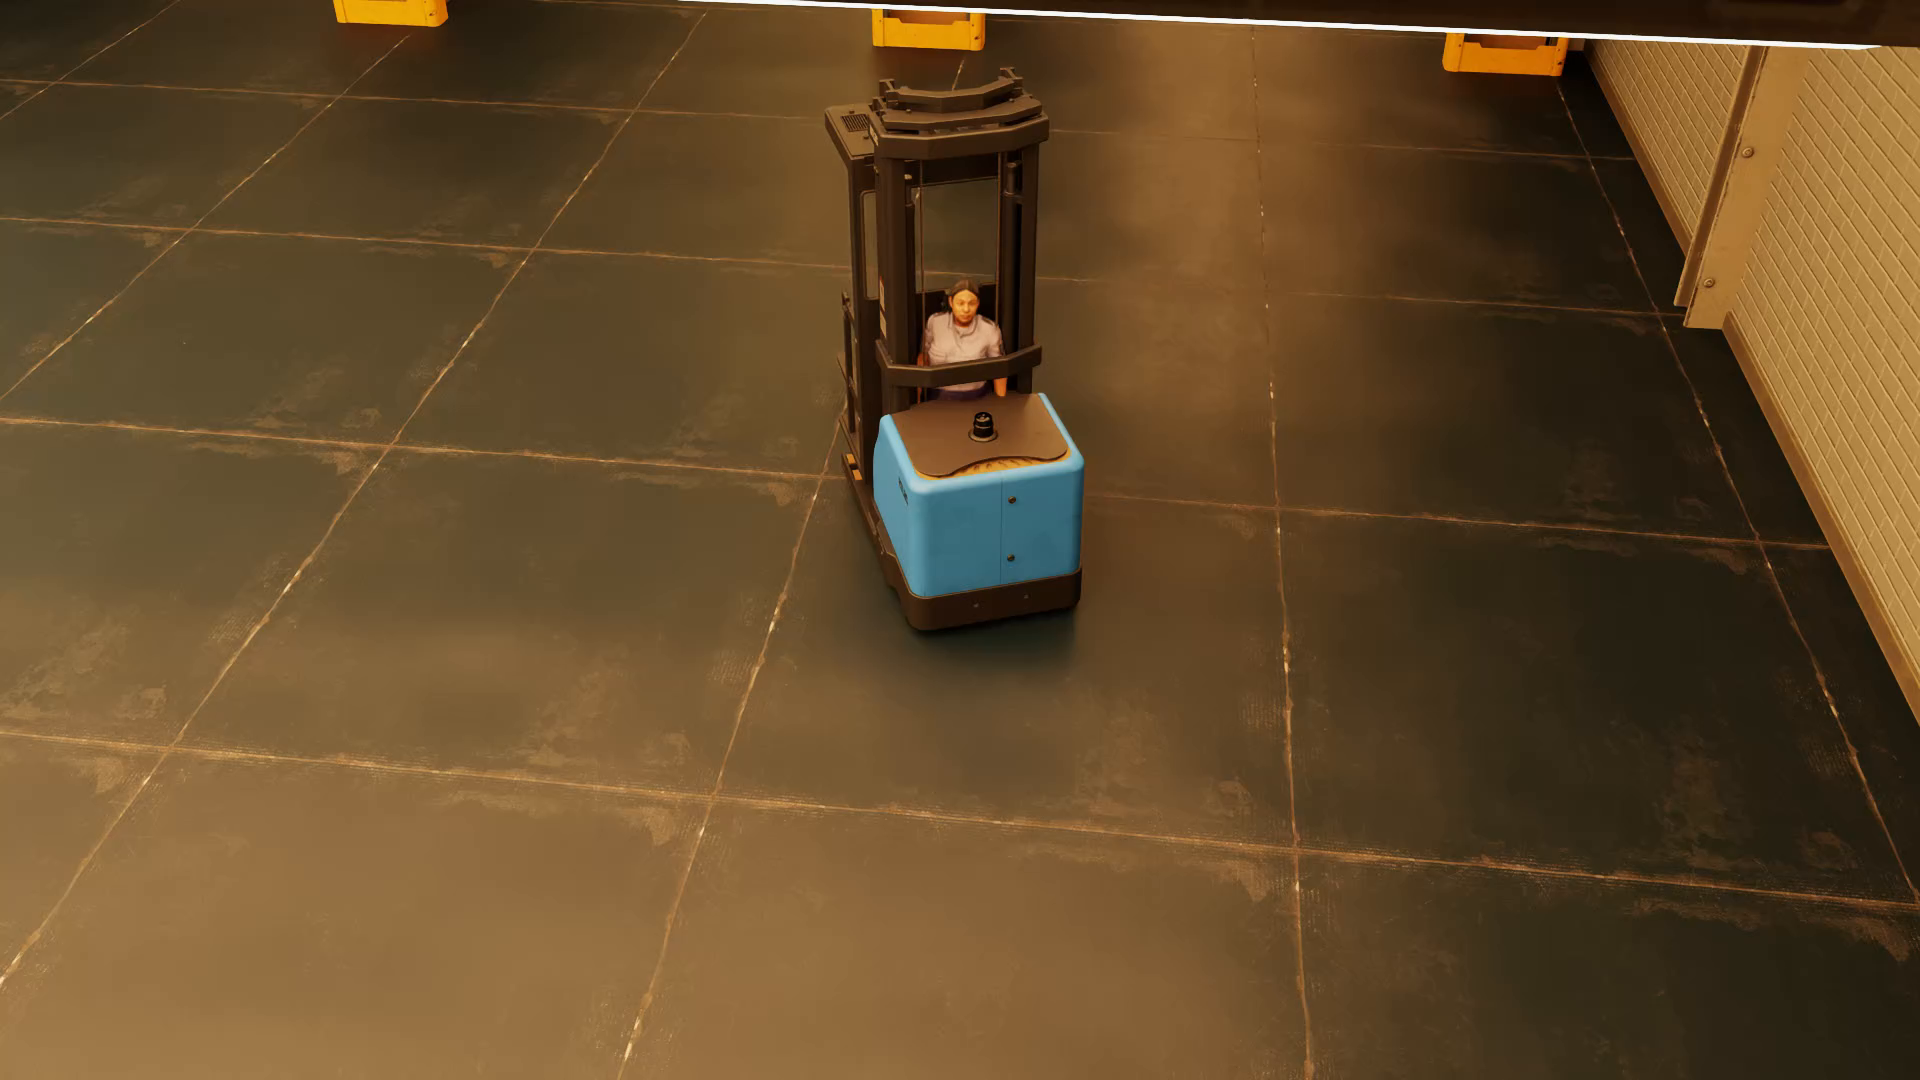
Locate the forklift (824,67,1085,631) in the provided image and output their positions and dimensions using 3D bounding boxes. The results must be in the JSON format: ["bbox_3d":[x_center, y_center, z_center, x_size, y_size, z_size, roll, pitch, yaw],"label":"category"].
[{"bbox_3d":[-0.159,-1.528,10.103,1.130,2.935,3.031,-9,37,-12],"label":"forklift"}]

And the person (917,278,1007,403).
[{"bbox_3d":[-0.031,-0.746,9.850,0.593,1.643,0.484,4,37,6],"label":"person"}]
